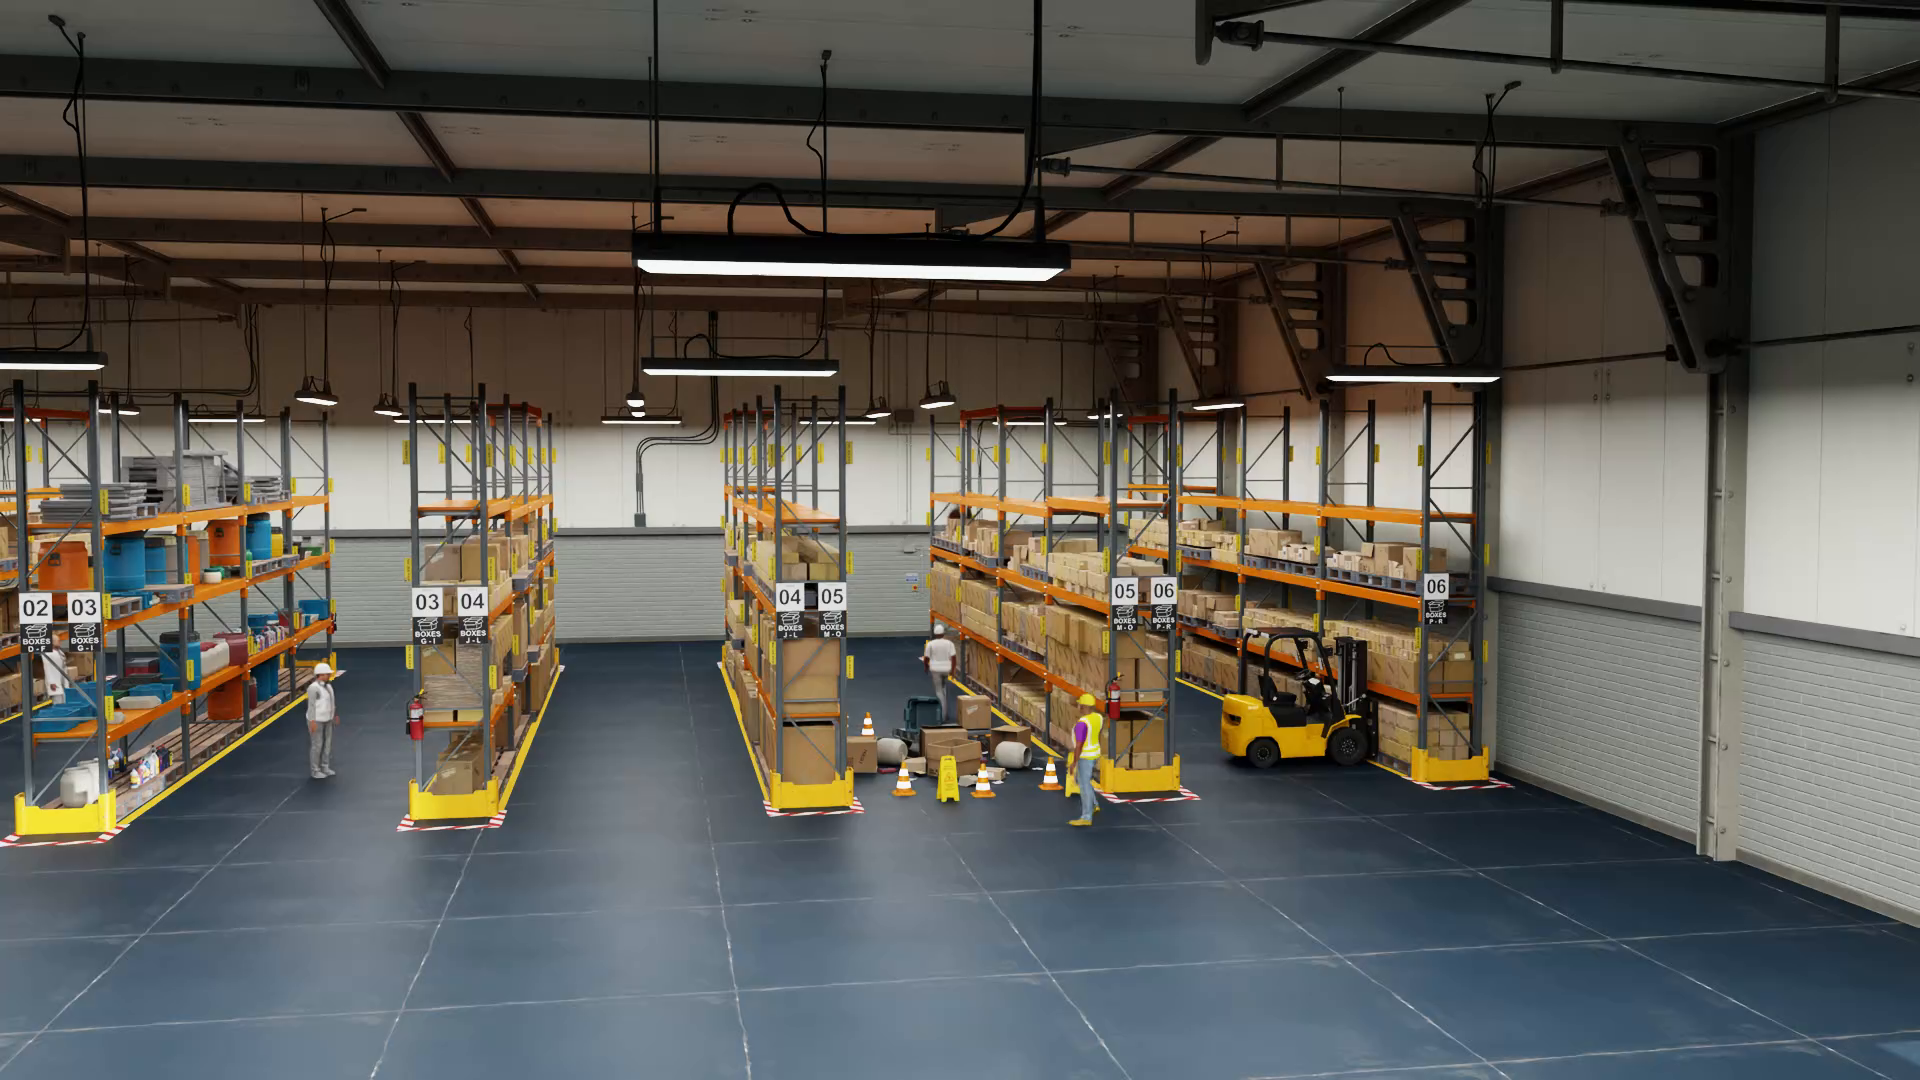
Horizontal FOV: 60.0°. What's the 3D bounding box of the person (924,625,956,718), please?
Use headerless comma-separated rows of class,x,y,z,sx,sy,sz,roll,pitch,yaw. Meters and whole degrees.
person,-0.407,2.513,31.716,0.567,1.796,0.692,-1,3,-23

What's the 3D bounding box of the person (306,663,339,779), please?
person,-9.933,2.805,25.882,0.416,1.794,0.569,1,3,10

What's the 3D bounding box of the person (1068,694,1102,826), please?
person,1.703,2.960,22.596,0.420,1.765,0.683,1,3,17

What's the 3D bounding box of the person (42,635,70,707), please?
person,-16.297,2.631,30.091,0.527,1.840,0.582,1,3,14
